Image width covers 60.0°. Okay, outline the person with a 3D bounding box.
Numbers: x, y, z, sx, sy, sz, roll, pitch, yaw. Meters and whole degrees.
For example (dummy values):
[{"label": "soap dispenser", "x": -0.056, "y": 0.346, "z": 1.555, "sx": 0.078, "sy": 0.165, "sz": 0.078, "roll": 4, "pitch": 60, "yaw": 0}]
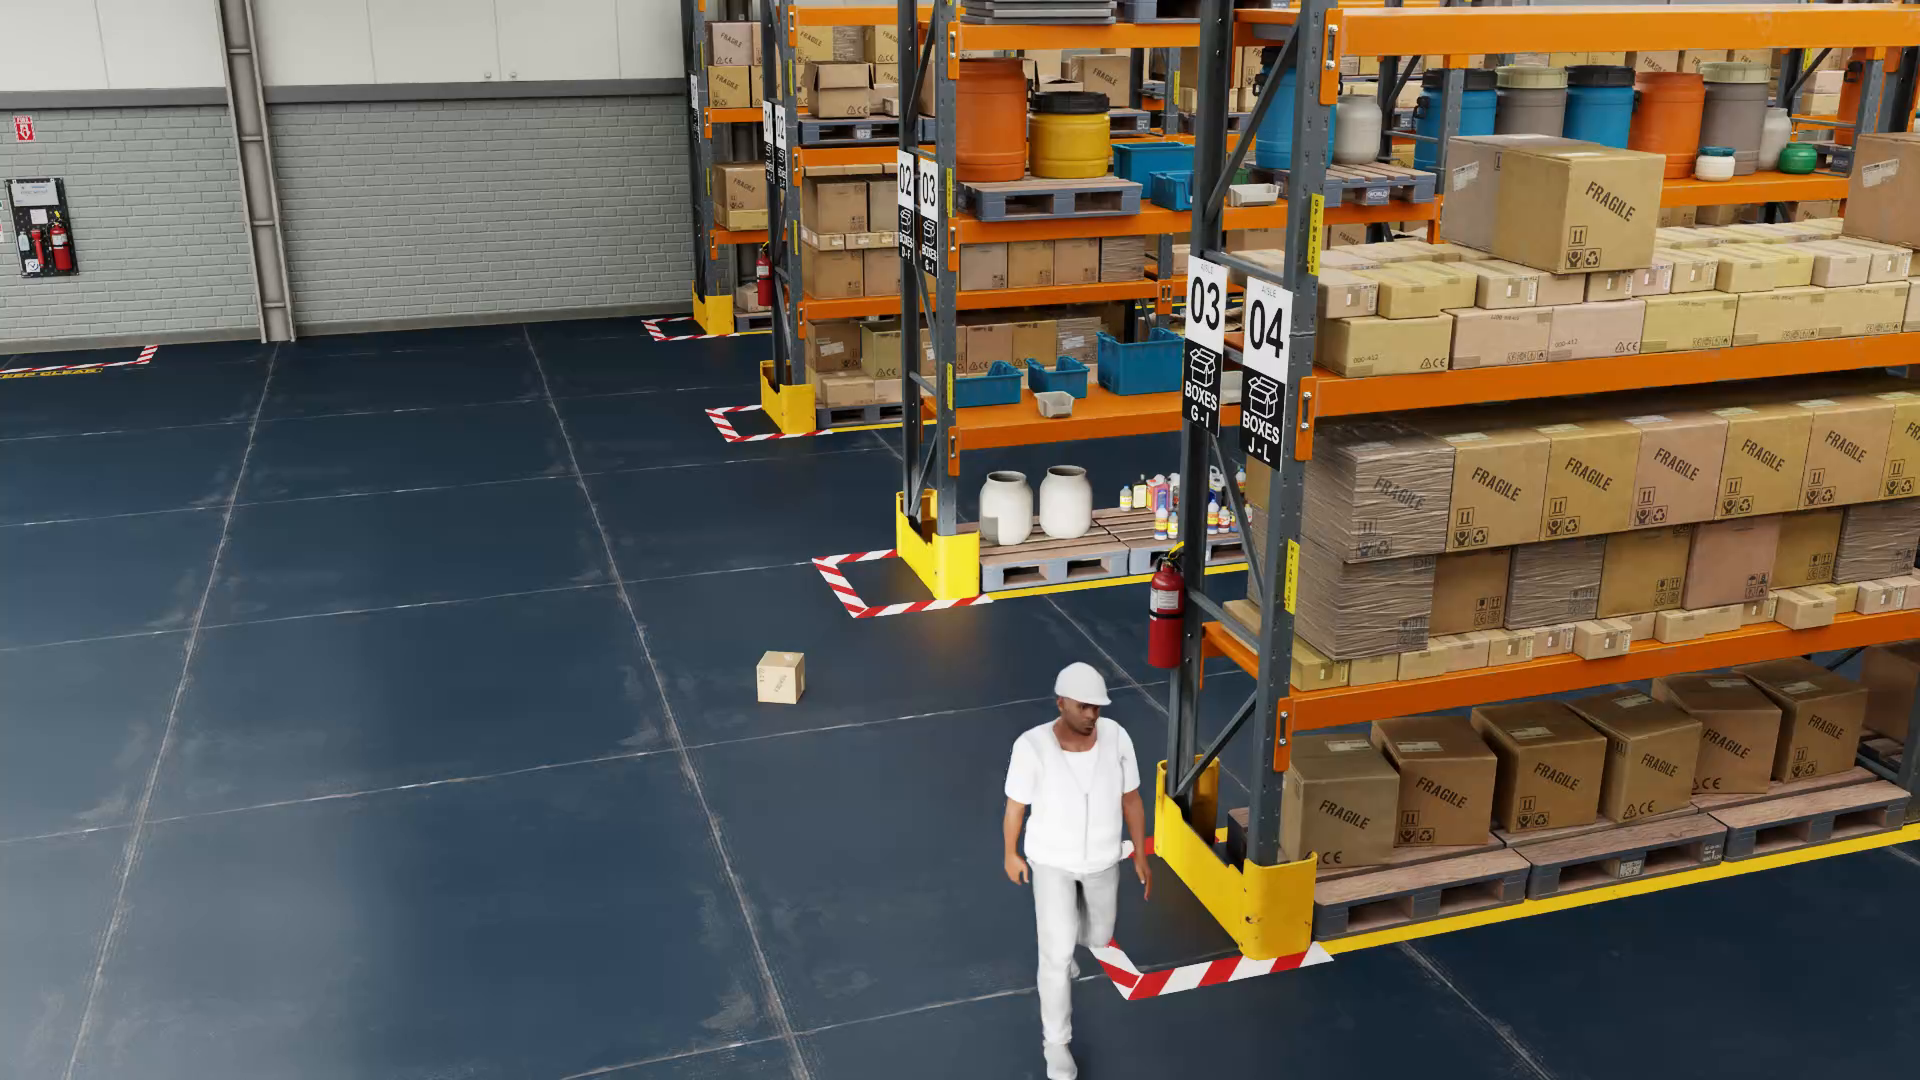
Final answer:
[{"label": "person", "x": 0.492, "y": 1.348, "z": 7.163, "sx": 0.580, "sy": 1.736, "sz": 0.904, "roll": -6, "pitch": 20, "yaw": -16}]
